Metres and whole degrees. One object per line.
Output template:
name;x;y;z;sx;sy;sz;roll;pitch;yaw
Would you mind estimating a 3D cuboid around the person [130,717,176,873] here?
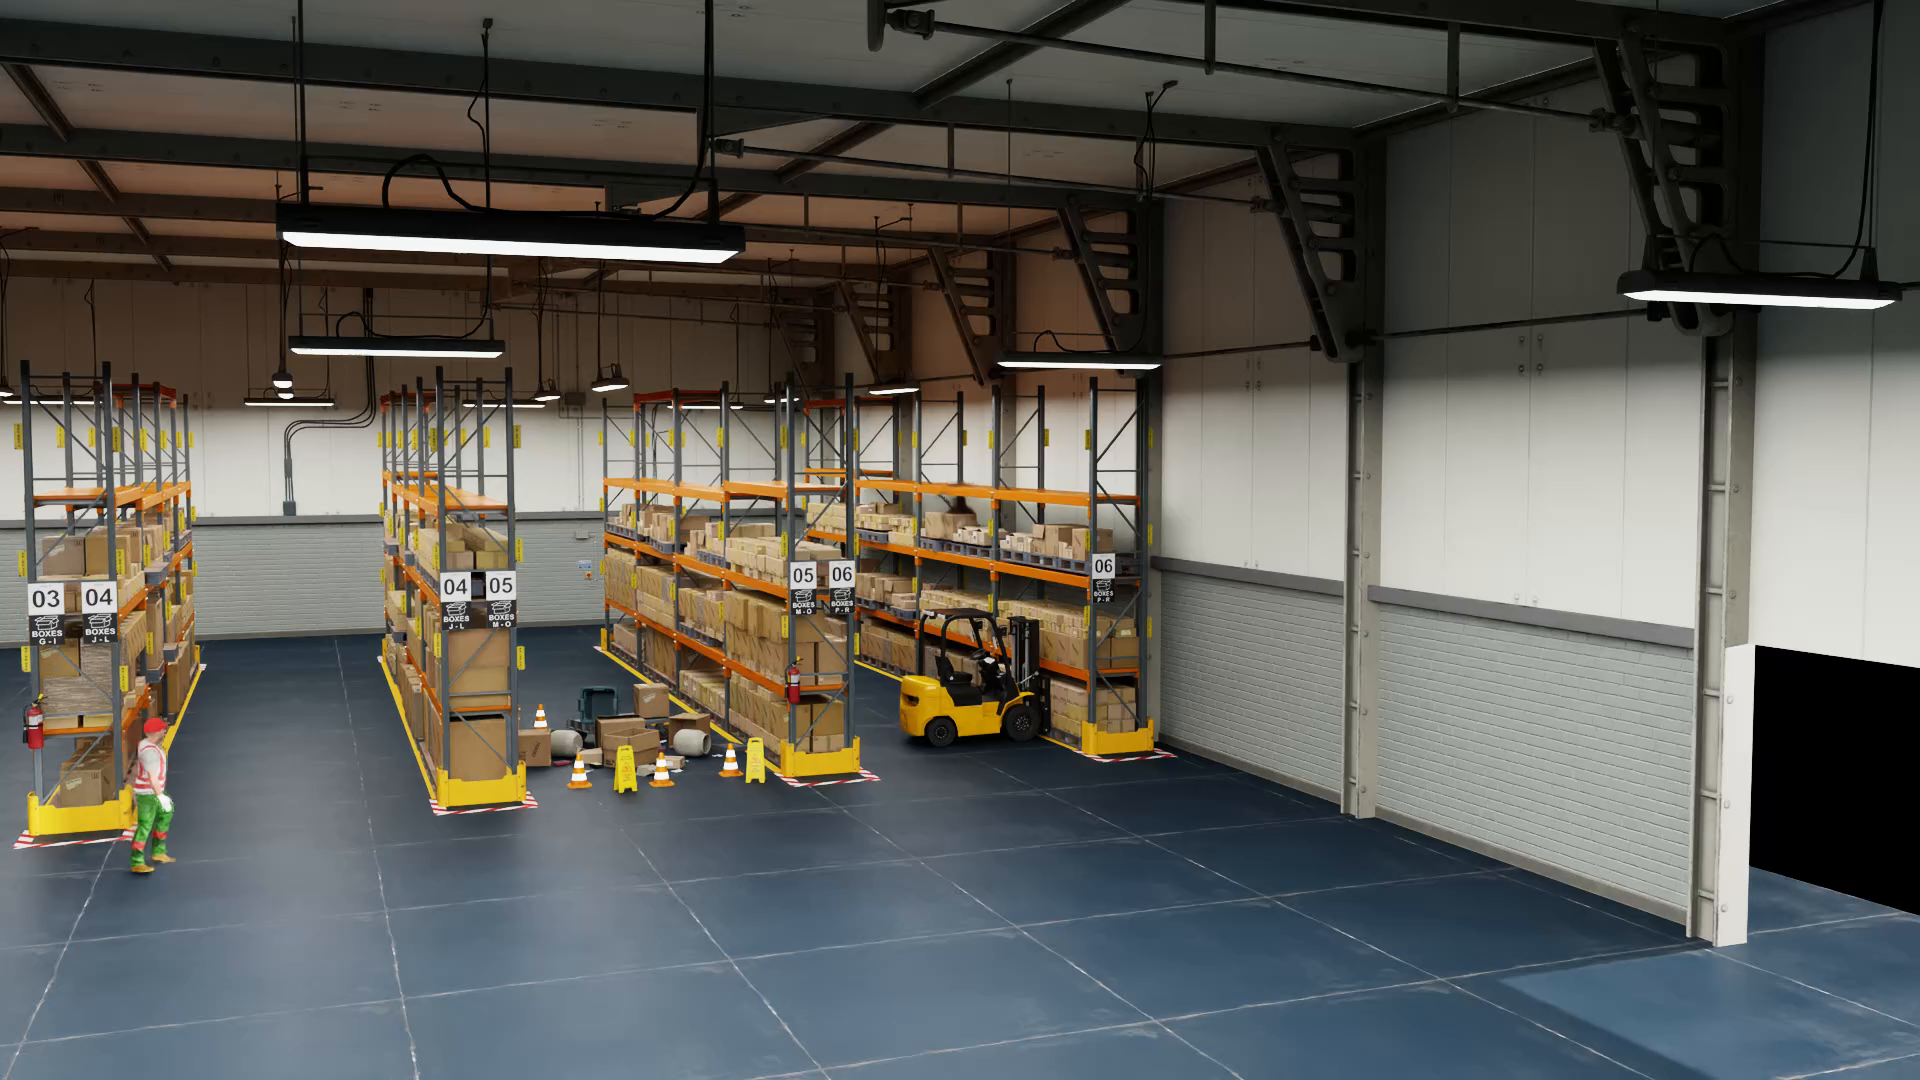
person;-9.413;2.961;19.426;0.486;1.809;0.706;-1;4;-17
